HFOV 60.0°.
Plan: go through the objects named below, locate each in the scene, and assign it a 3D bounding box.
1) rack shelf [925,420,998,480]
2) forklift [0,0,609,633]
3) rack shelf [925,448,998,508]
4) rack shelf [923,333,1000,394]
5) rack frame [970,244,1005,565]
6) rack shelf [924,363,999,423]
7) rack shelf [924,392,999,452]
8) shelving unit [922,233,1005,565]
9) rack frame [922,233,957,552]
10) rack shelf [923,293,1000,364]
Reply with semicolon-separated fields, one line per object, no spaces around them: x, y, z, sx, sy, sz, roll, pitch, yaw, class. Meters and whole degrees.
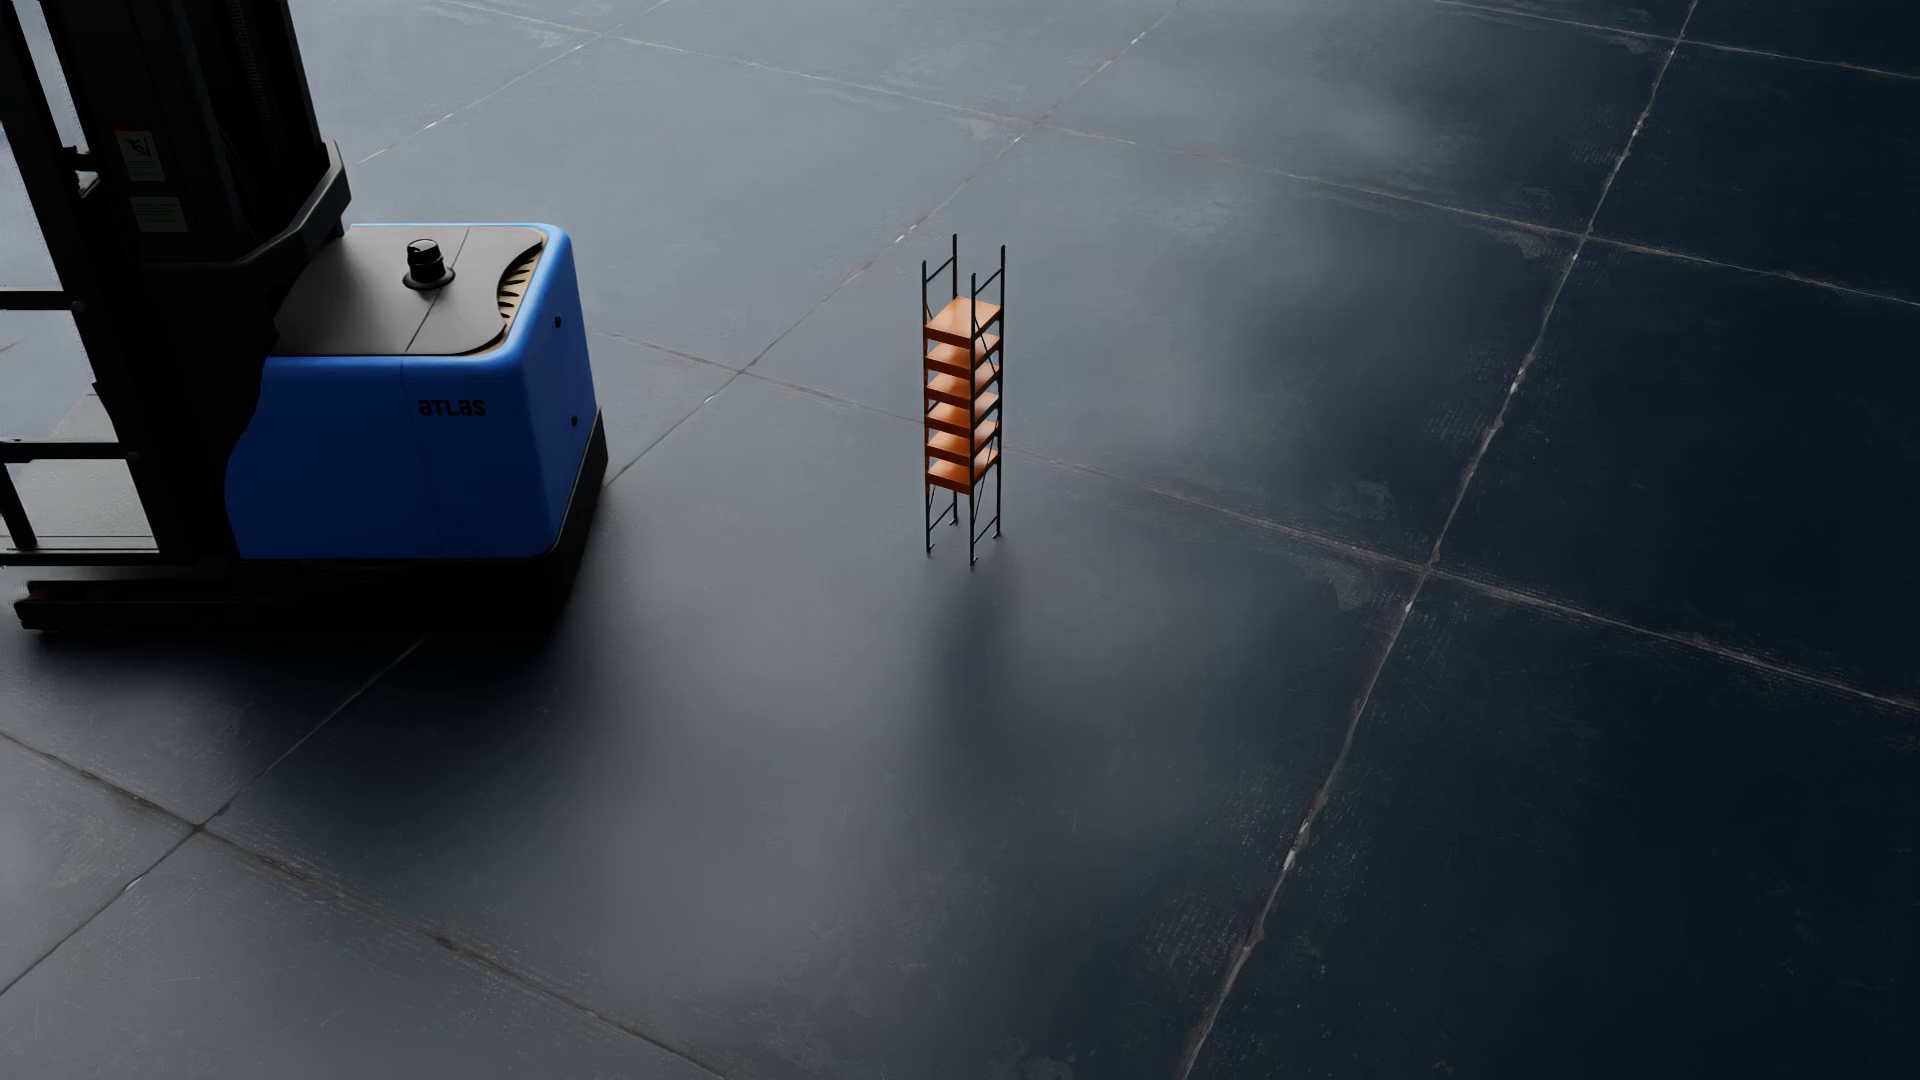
0.013;-0.343;5.981;0.180;0.103;0.258;17;41;21;rack shelf
-2.897;-1.164;5.359;3.031;2.935;1.130;0;37;0;forklift
0.013;-0.247;6.054;0.180;0.103;0.258;17;41;21;rack shelf
0.013;-0.630;5.764;0.180;0.103;0.258;17;41;21;rack shelf
0.094;-0.448;5.848;0.006;1.200;0.240;17;41;21;rack frame
0.013;-0.534;5.836;0.180;0.103;0.258;17;41;21;rack shelf
0.013;-0.438;5.909;0.180;0.103;0.258;17;41;21;rack shelf
0.013;-0.474;5.882;0.189;1.200;0.258;17;41;21;shelving unit
-0.068;-0.499;5.915;0.006;1.200;0.240;17;41;21;rack frame
0.013;-0.725;5.691;0.180;0.103;0.258;17;41;21;rack shelf
